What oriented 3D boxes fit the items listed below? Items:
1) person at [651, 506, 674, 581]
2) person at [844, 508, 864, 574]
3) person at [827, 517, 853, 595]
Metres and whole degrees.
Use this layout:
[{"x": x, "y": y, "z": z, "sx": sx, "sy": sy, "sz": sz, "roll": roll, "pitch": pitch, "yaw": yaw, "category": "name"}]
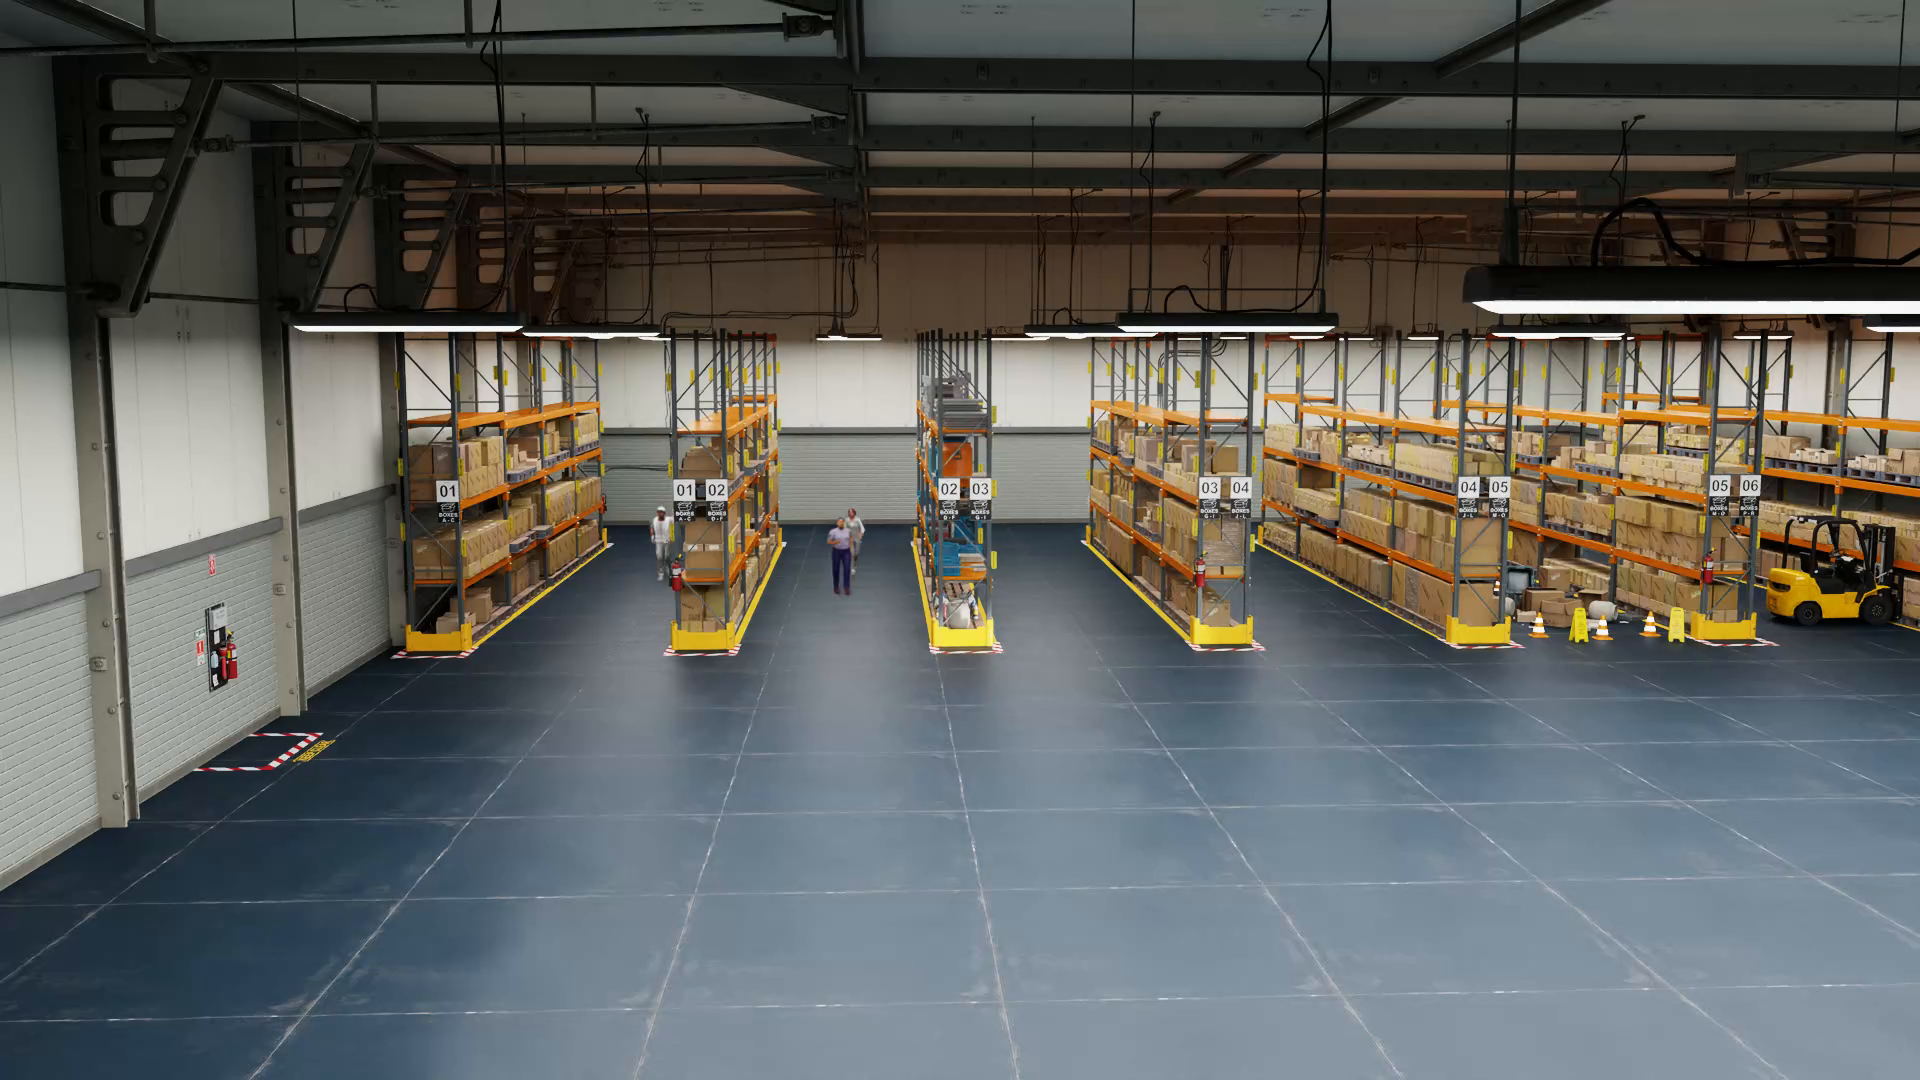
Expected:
[{"x": -7.218, "y": 0.068, "z": 40.616, "sx": 0.701, "sy": 1.800, "sz": 0.793, "roll": 0, "pitch": 7, "yaw": 4, "category": "person"}, {"x": -2.544, "y": 0.017, "z": 39.516, "sx": 0.536, "sy": 1.561, "sz": 0.466, "roll": 0, "pitch": 7, "yaw": -3, "category": "person"}, {"x": -2.577, "y": 0.364, "z": 36.082, "sx": 0.602, "sy": 1.677, "sz": 0.846, "roll": -2, "pitch": 7, "yaw": -13, "category": "person"}]
